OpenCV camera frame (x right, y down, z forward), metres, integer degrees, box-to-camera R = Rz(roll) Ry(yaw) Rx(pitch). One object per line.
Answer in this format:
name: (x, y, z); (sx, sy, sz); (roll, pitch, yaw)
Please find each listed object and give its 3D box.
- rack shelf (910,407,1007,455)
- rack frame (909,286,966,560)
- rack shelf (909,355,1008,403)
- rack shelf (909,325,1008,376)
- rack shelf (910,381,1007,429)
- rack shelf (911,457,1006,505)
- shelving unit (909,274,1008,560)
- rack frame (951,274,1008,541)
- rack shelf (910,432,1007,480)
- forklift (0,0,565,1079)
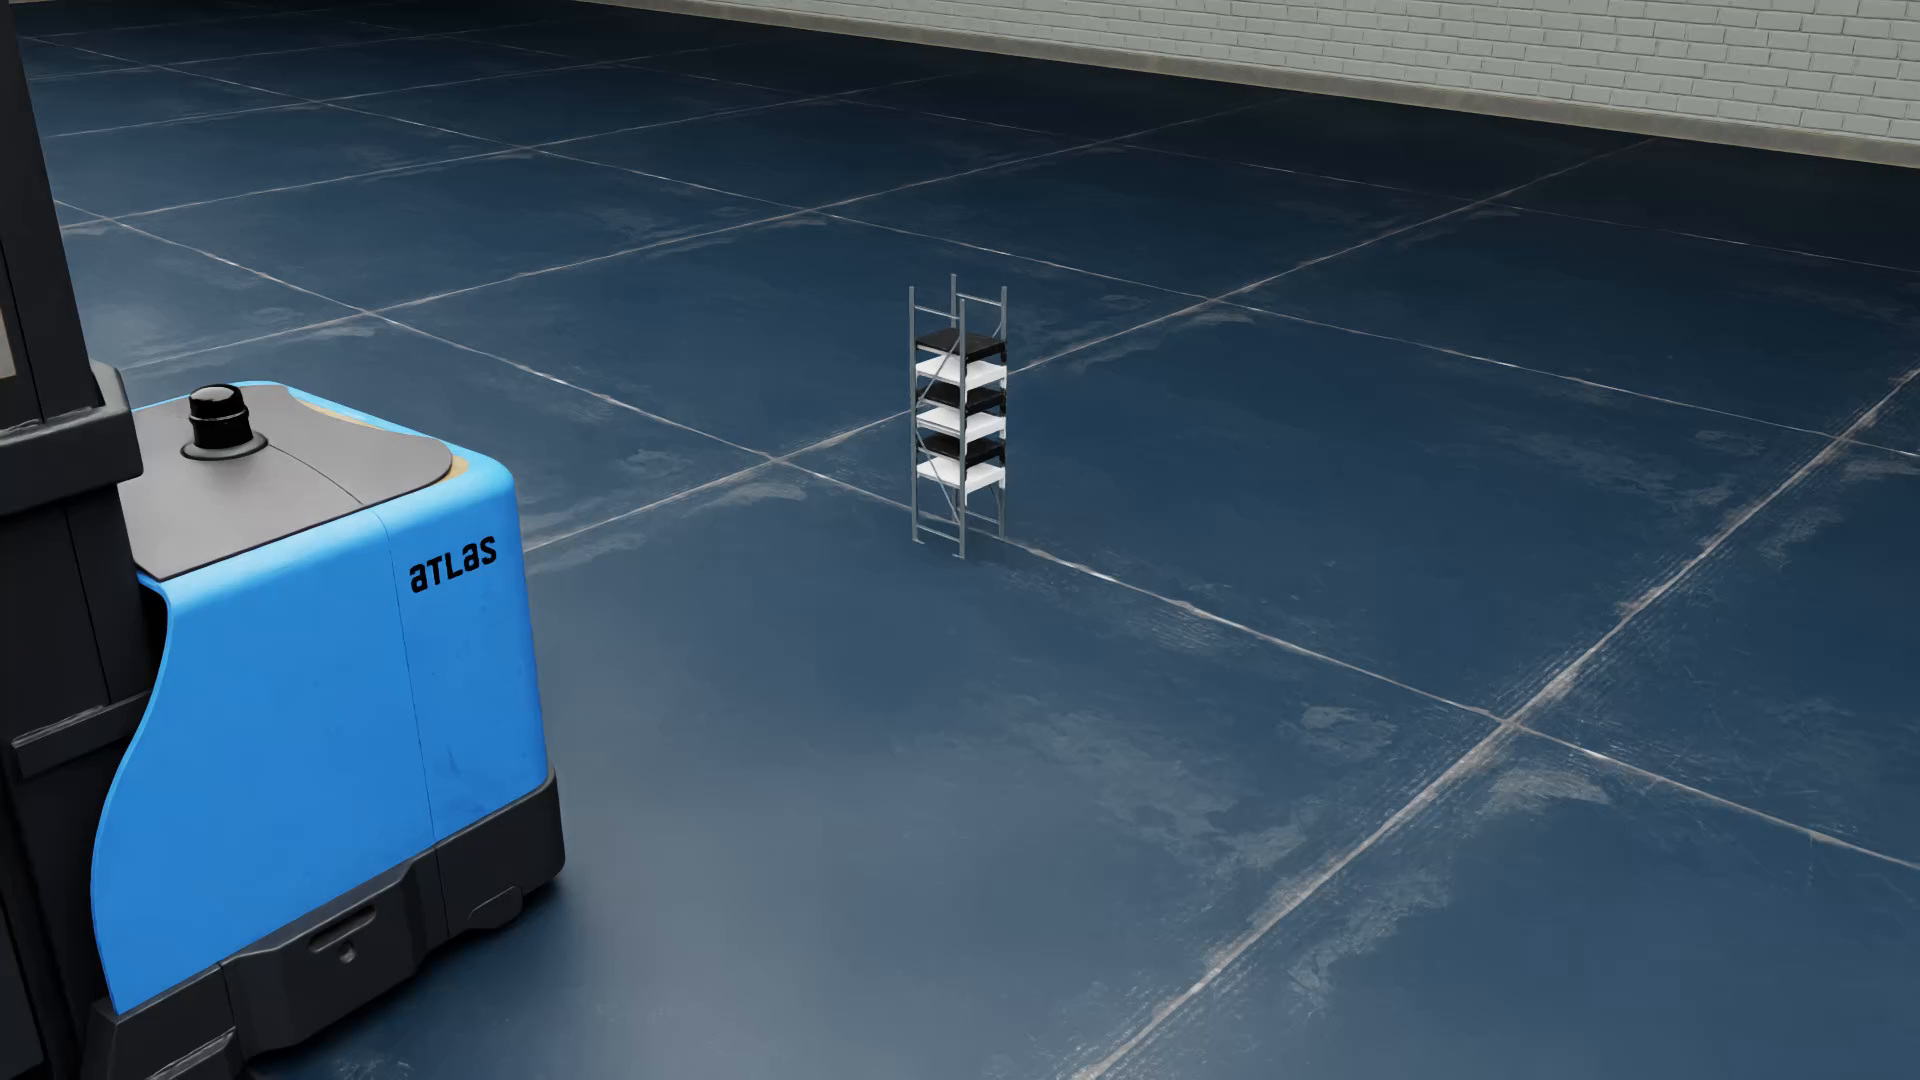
rack shelf: (-0.005, -0.378, 5.574); (0.258, 0.077, 0.200); (20, 31, 38)
rack frame: (-0.073, -0.377, 5.491); (0.240, 0.900, 0.006); (20, 31, 38)
rack shelf: (-0.005, -0.542, 5.500); (0.258, 0.077, 0.200); (20, 31, 38)
rack shelf: (-0.005, -0.624, 5.464); (0.258, 0.077, 0.200); (20, 31, 38)
rack shelf: (-0.005, -0.460, 5.537); (0.258, 0.077, 0.200); (20, 31, 38)
rack shelf: (-0.005, -0.213, 5.648); (0.258, 0.077, 0.200); (20, 31, 38)
shelving unit: (-0.005, -0.408, 5.560); (0.258, 0.900, 0.210); (20, 31, 38)
rack frame: (0.062, -0.439, 5.629); (0.240, 0.900, 0.006); (20, 31, 38)
rack shelf: (-0.005, -0.296, 5.611); (0.258, 0.077, 0.200); (20, 31, 38)
forklift: (-2.223, -0.163, 2.531); (1.130, 2.935, 3.031); (18, 30, 34)
